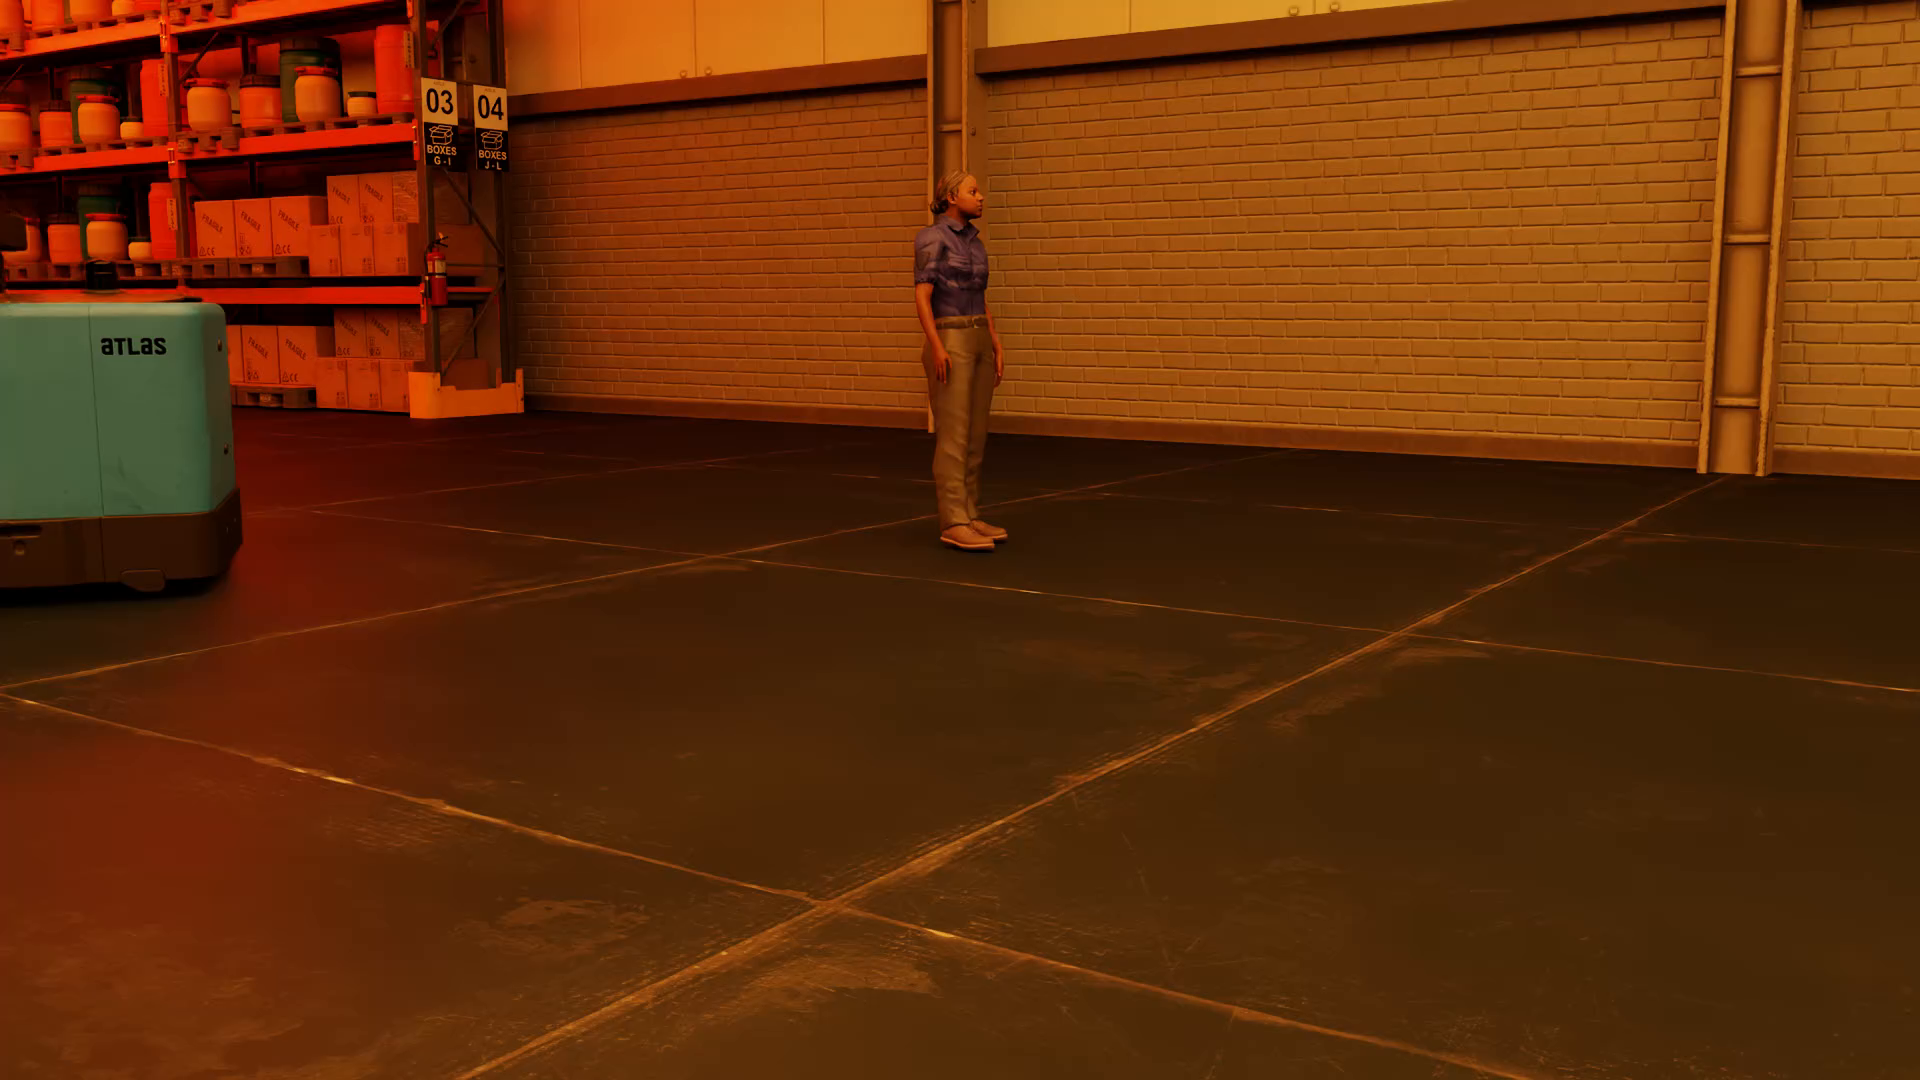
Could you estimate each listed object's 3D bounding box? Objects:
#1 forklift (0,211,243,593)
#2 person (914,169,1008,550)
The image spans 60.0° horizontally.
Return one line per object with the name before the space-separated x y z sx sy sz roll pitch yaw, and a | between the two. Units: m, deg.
forklift | -4.330 -1.245 5.948 3.031 2.935 1.130 -3 9 -18
person | 0.062 -0.817 7.421 0.503 1.656 0.569 5 10 34
